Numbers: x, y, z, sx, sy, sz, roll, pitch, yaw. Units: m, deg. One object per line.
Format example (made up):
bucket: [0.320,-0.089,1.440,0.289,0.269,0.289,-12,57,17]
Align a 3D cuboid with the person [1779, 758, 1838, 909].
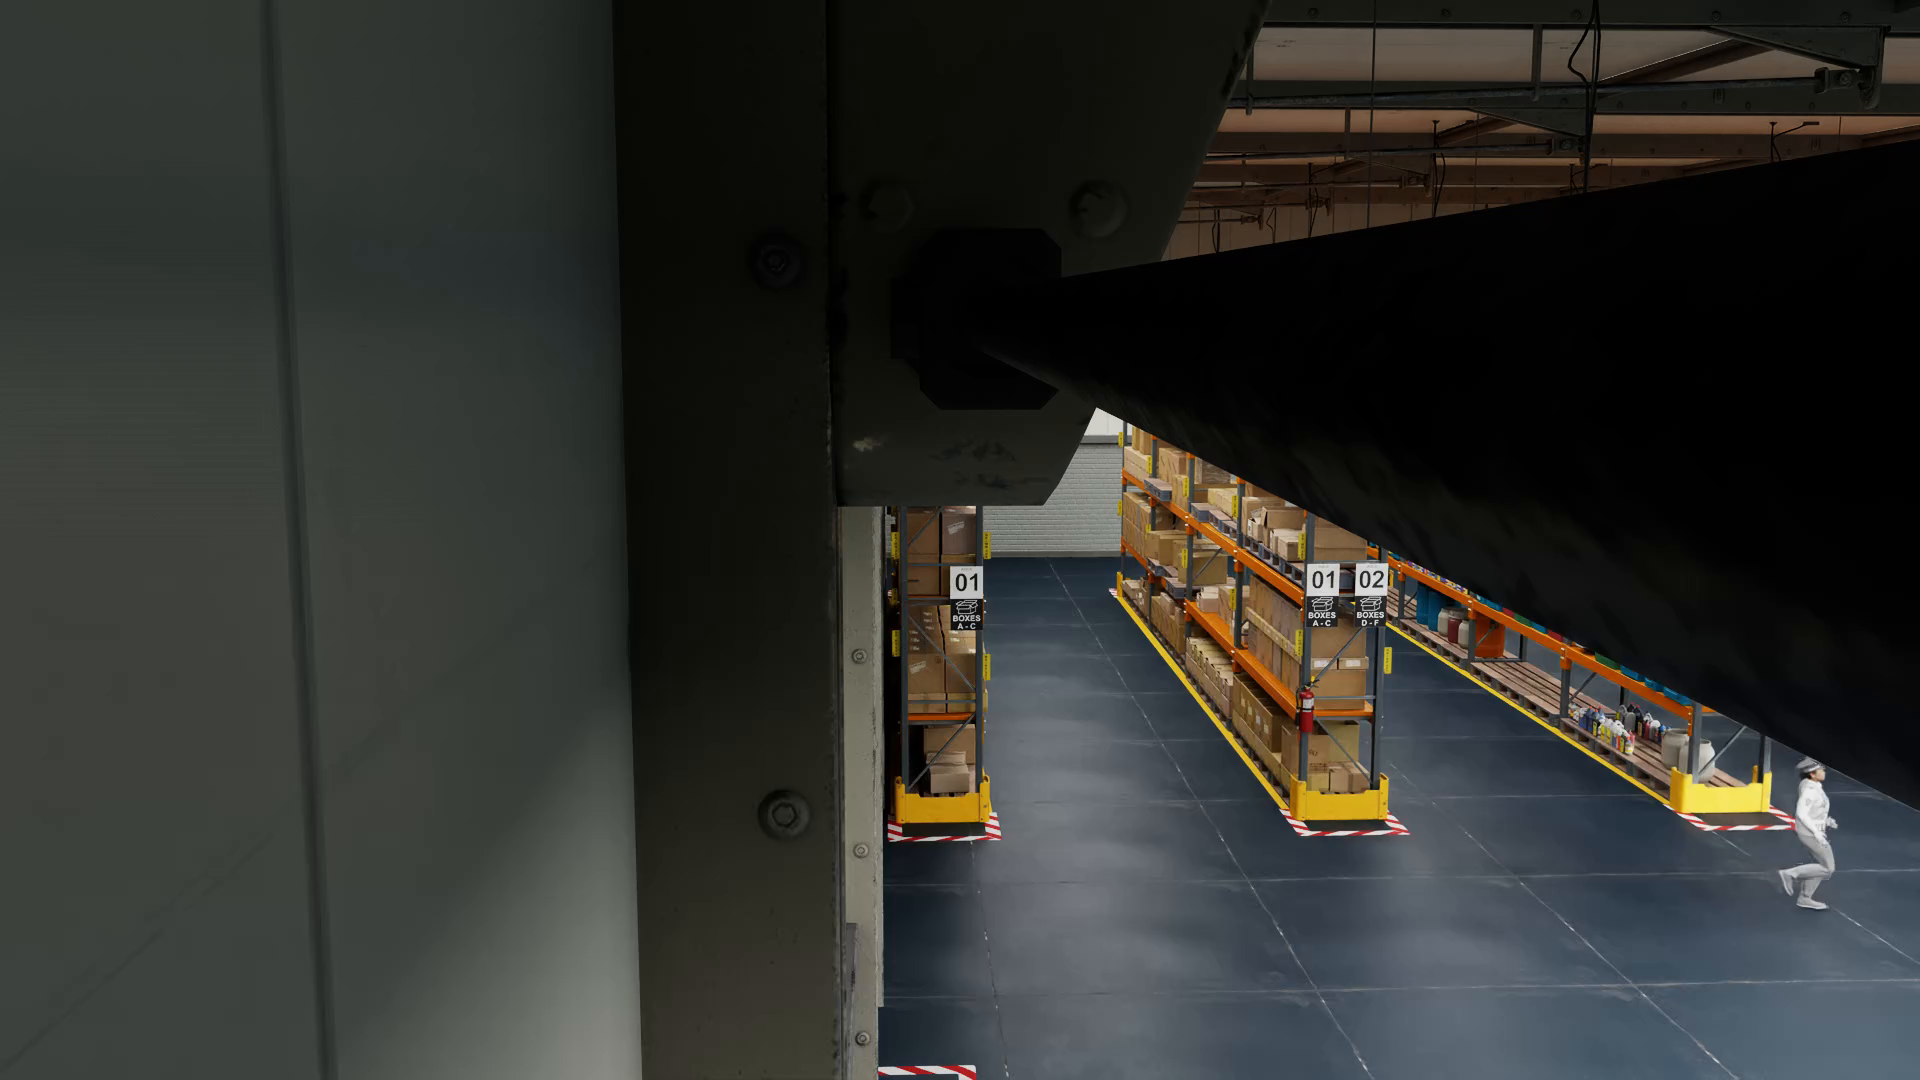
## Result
person: [8.958,3.074,17.529,0.544,1.646,0.631,3,9,22]
